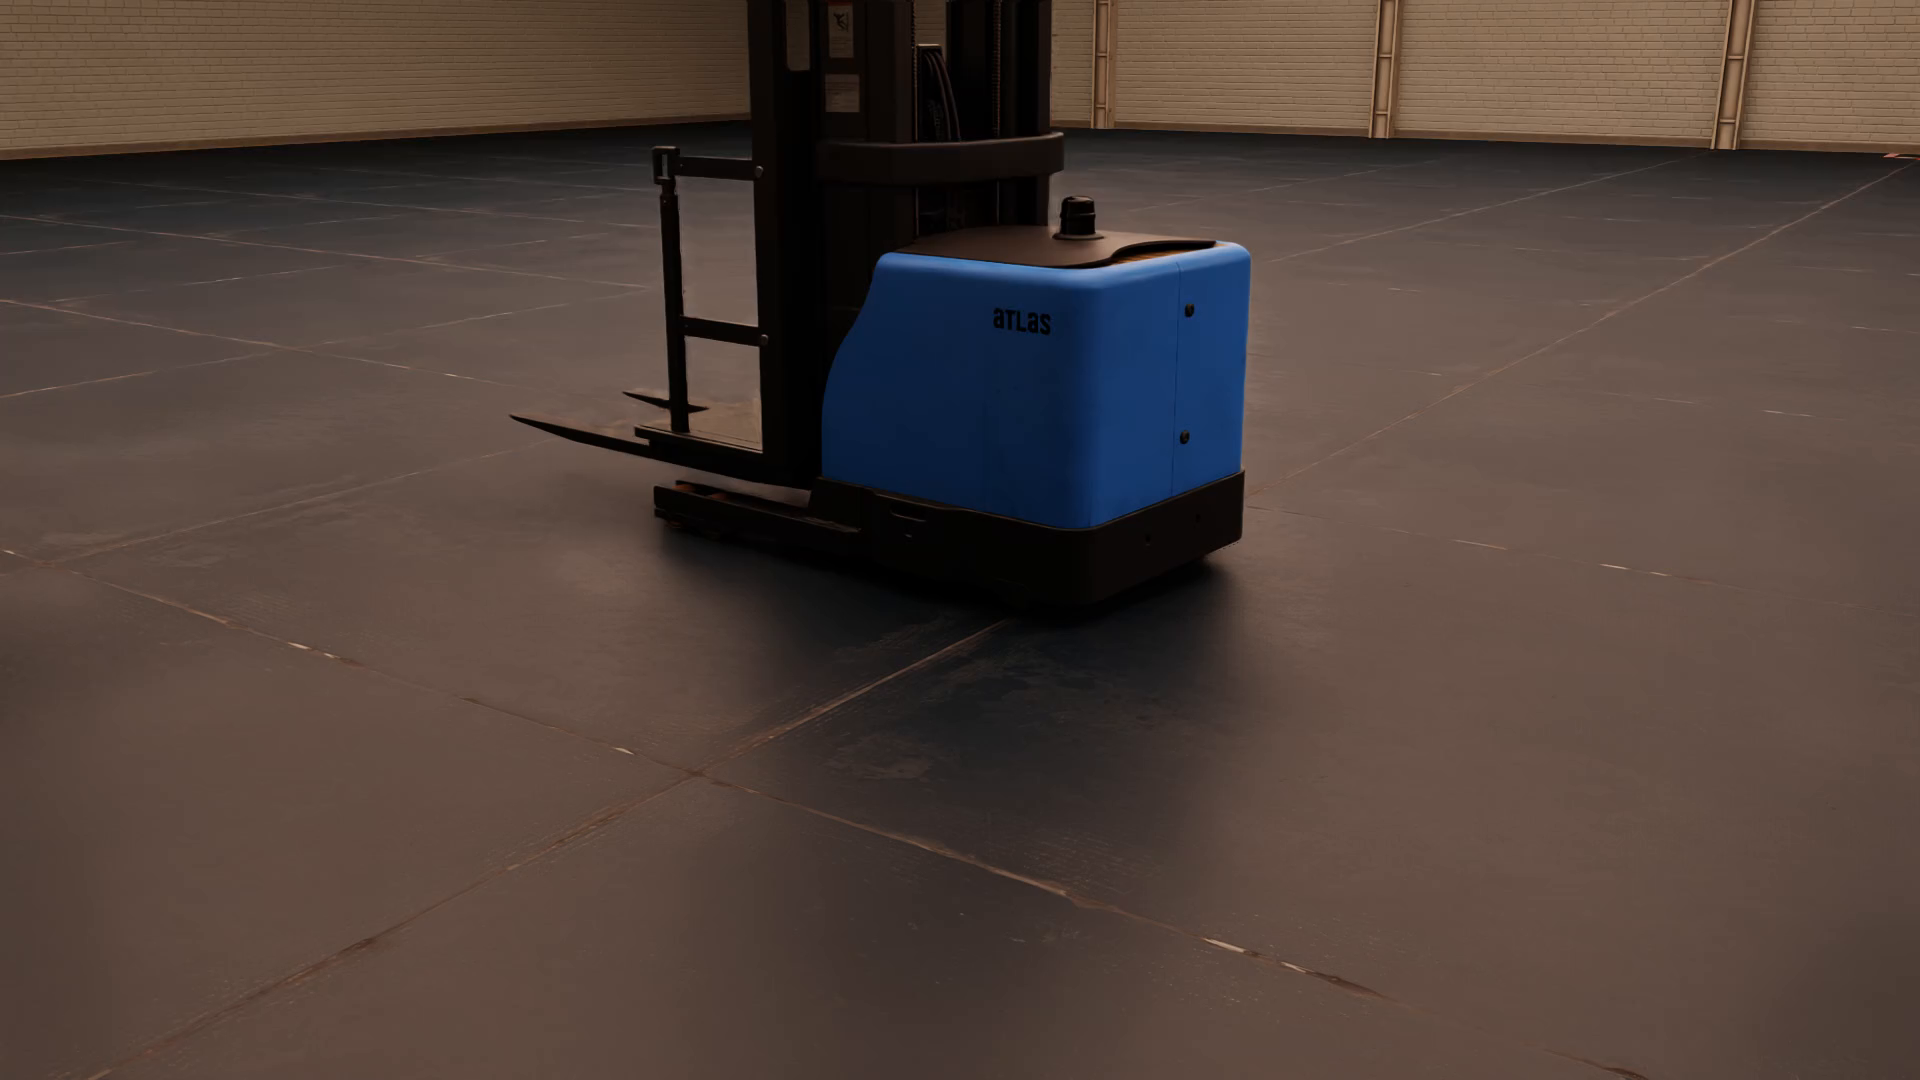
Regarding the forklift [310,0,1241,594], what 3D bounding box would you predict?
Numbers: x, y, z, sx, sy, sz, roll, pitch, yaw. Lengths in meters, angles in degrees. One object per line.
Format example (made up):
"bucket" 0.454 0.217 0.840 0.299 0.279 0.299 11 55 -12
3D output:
"forklift" -0.632 -1.388 5.473 3.031 2.935 1.130 -1 17 -3
